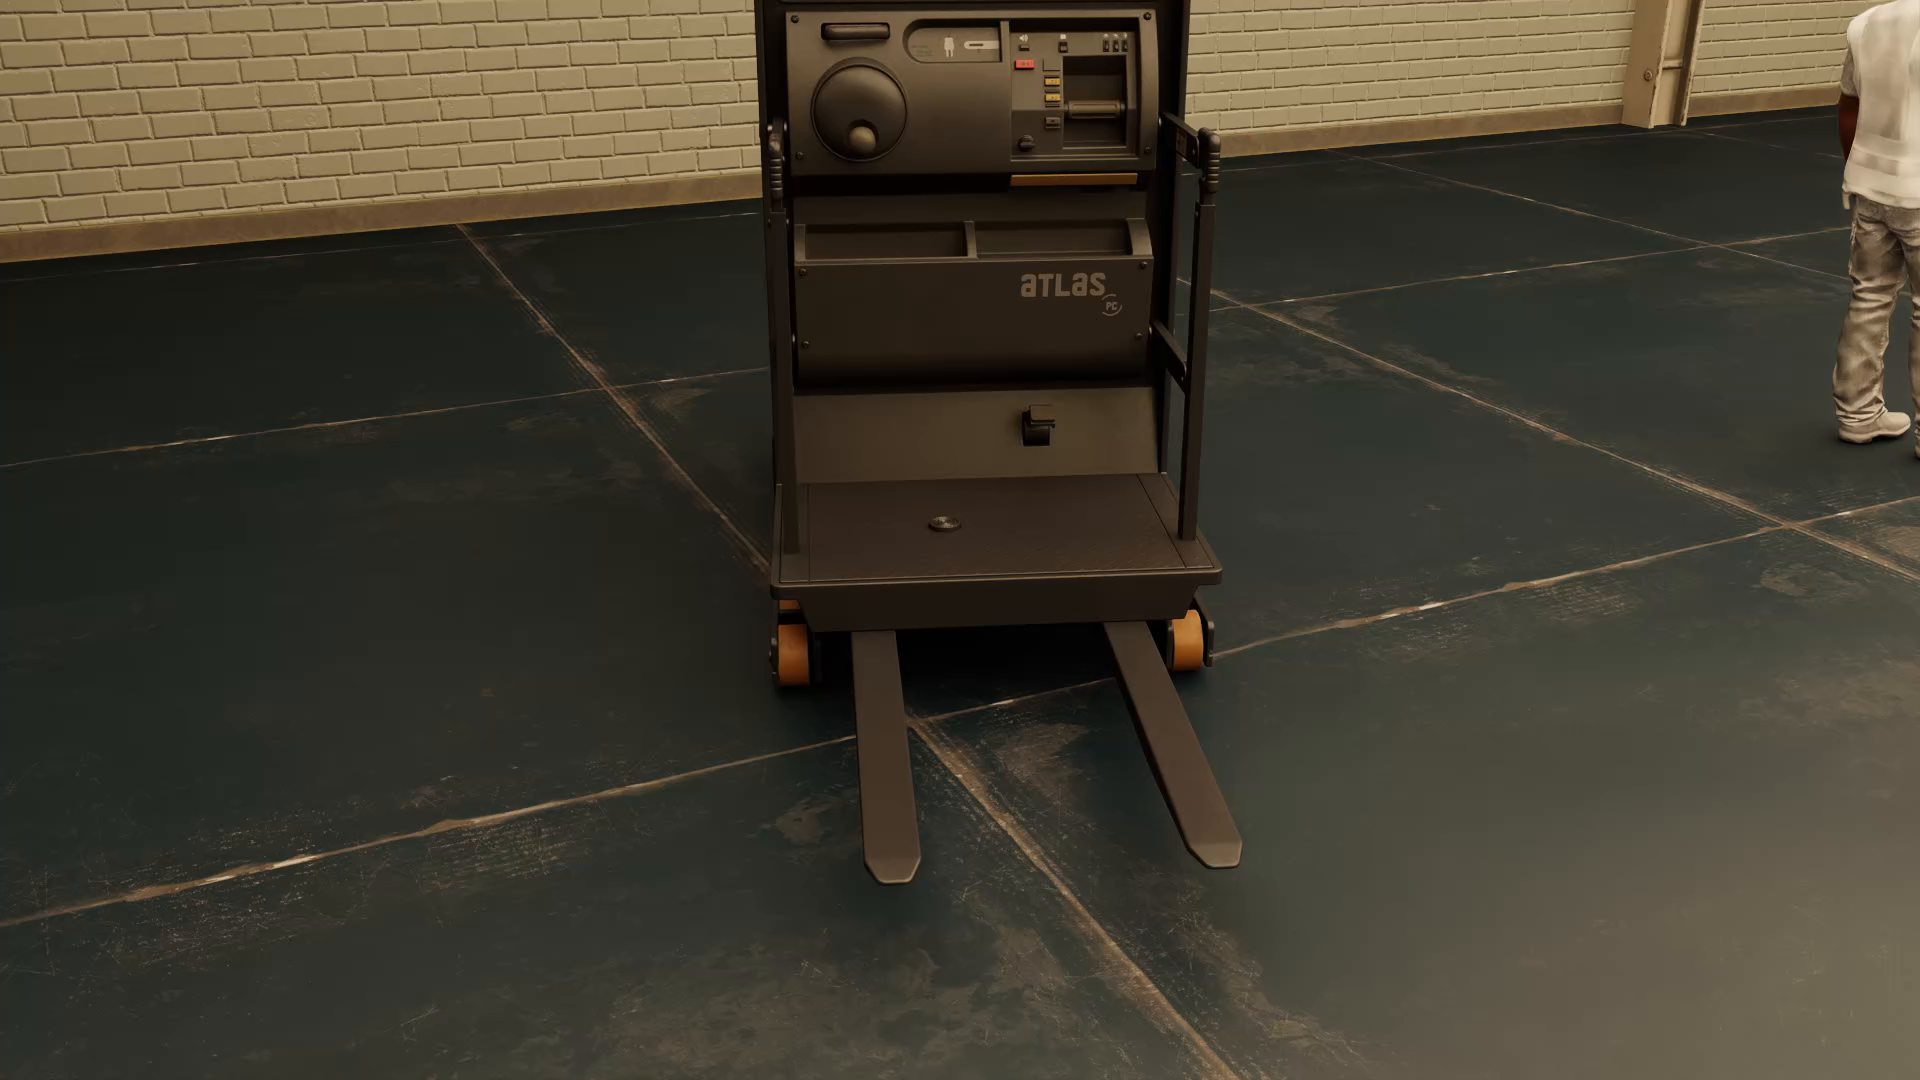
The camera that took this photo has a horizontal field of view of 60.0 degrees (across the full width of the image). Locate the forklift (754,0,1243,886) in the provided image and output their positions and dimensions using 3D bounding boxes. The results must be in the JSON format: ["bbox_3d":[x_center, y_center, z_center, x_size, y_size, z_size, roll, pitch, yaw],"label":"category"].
[{"bbox_3d":[0.054,-1.113,3.966,1.130,2.935,3.031,-2,23,-5],"label":"forklift"}]

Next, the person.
[{"bbox_3d":[3.285,-1.188,5.622,0.575,1.785,0.657,-6,23,-13],"label":"person"}]
